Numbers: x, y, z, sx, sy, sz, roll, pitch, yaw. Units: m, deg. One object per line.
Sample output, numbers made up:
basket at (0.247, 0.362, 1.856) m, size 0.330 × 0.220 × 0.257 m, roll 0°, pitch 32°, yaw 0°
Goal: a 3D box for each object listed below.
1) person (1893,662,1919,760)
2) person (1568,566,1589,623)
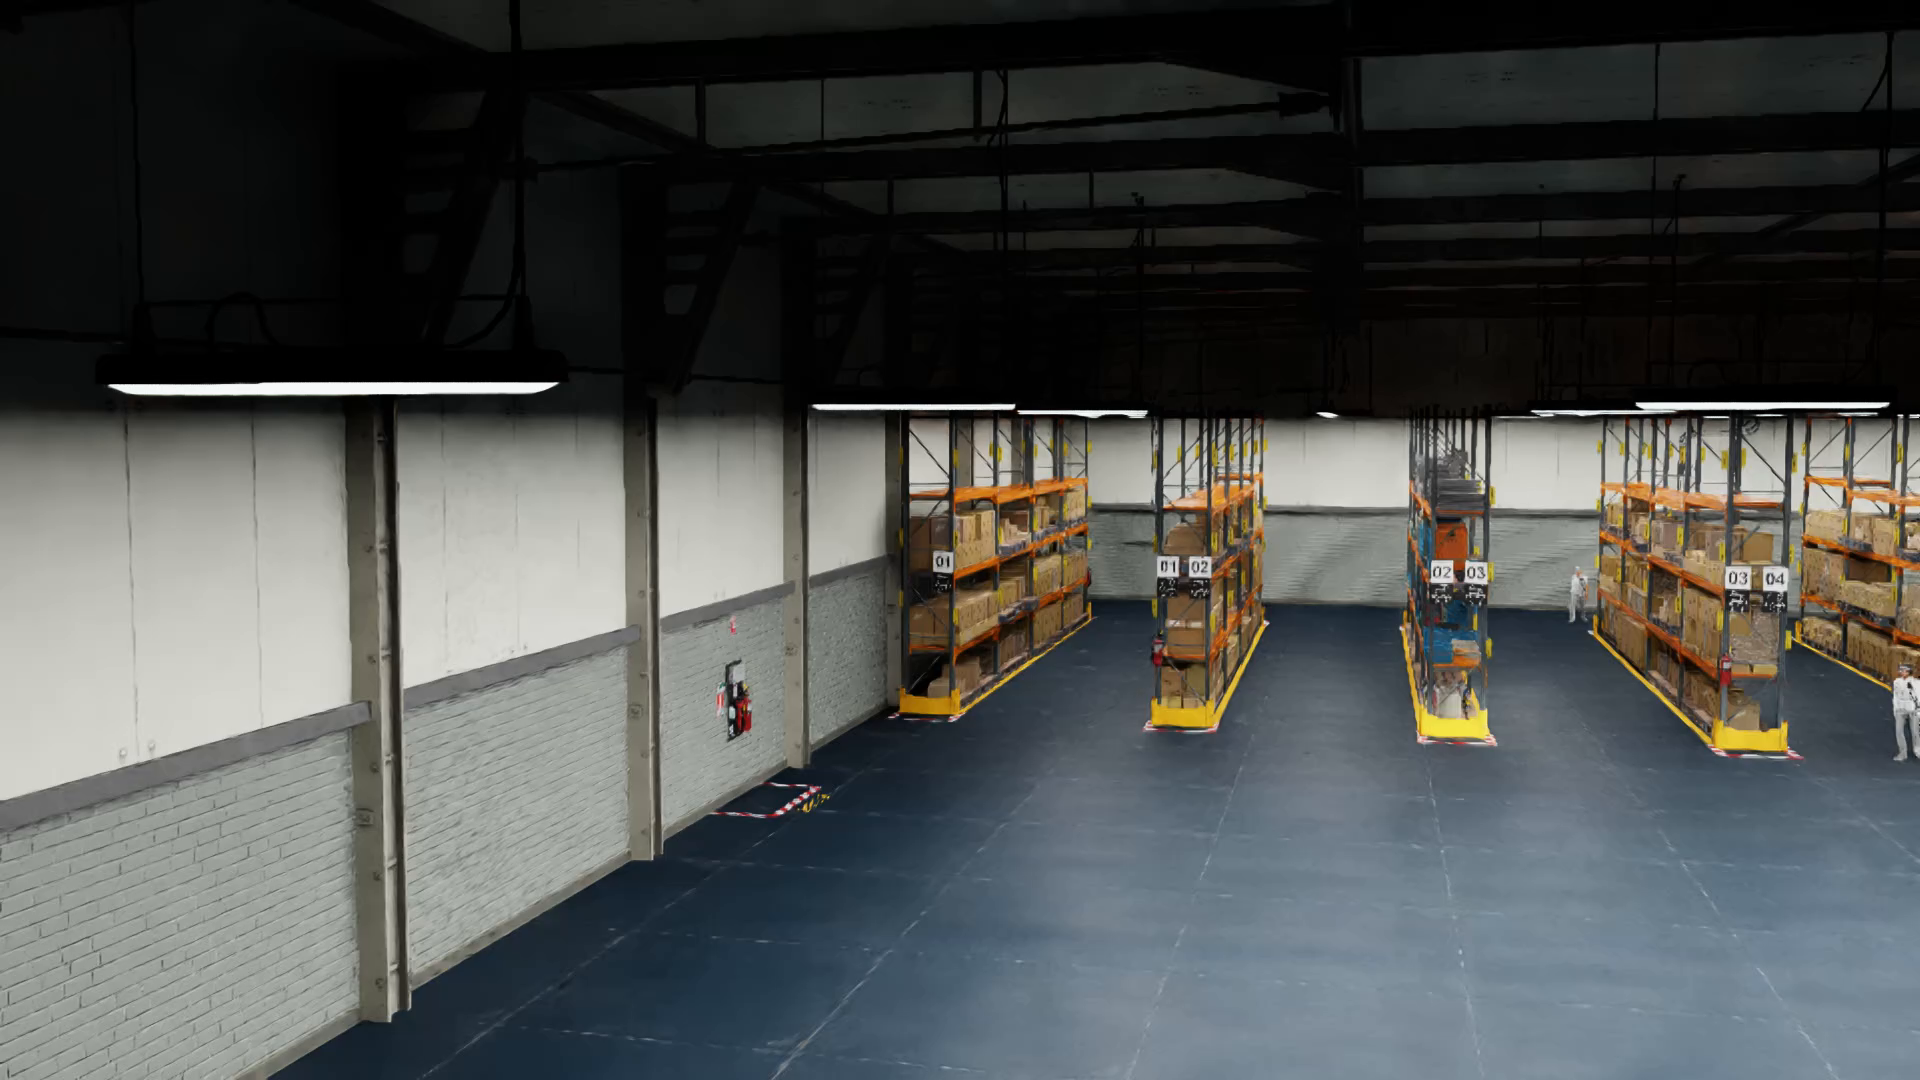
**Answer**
person at (16.056, 2.881, 28.137) m, size 0.550 × 1.665 × 0.509 m, roll -3°, pitch 5°, yaw -39°
person at (17.555, 1.532, 47.115) m, size 0.502 × 1.609 × 0.916 m, roll 2°, pitch 5°, yaw 30°
